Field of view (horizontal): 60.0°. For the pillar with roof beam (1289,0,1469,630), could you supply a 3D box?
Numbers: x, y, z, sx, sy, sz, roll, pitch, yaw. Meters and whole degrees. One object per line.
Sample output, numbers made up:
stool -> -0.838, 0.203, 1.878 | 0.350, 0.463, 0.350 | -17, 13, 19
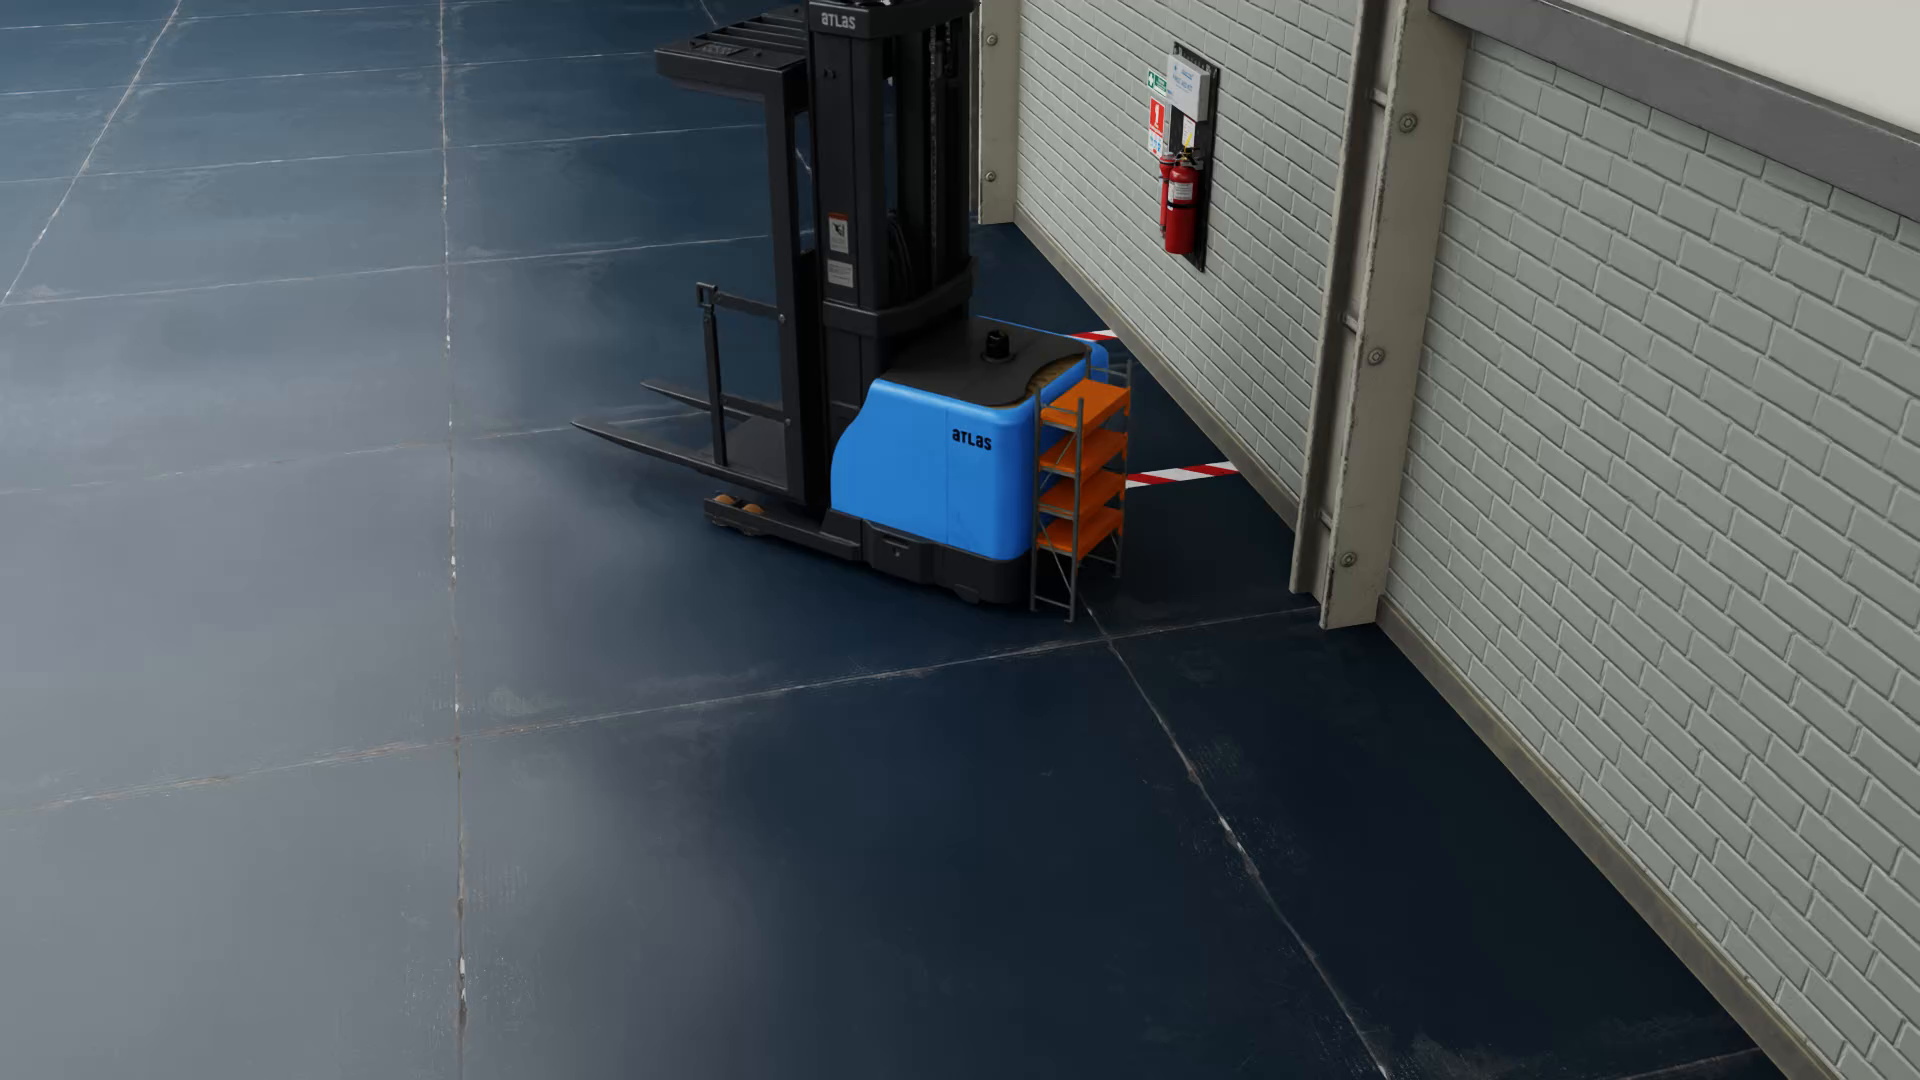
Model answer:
pillar with roof beam -> -2.304, -3.007, 4.961 | 9.100, 9.000, 0.400 | -8, 31, -13

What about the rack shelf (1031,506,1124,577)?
rack shelf -> 0.577, -0.021, 8.119 | 0.258, 0.148, 0.480 | 17, 34, 27

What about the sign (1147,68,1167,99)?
sign -> 1.173, -2.703, 9.862 | 0.001, 0.109, 0.331 | -8, 31, -13

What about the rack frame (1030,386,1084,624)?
rack frame -> 0.449, -0.147, 7.806 | 0.240, 1.200, 0.015 | 17, 34, 27

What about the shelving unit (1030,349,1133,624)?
shelving unit -> 0.577, -0.251, 7.986 | 0.258, 1.200, 0.503 | 17, 34, 27

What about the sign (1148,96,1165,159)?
sign -> 1.180, -2.477, 10.000 | 0.001, 0.329, 0.234 | -8, 31, -13

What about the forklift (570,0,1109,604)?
forklift -> -0.766, -1.496, 8.408 | 3.031, 2.935, 1.130 | 17, 34, 27

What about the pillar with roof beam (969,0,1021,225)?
pillar with roof beam -> -3.896, -5.904, 9.968 | 9.100, 9.000, 0.400 | -8, 31, -13

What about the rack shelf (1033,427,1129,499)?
rack shelf -> 0.578, -0.386, 7.907 | 0.258, 0.148, 0.480 | 17, 34, 27

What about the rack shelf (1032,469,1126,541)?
rack shelf -> 0.577, -0.193, 8.019 | 0.258, 0.148, 0.480 | 17, 34, 27

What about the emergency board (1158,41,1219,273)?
emergency board -> 1.228, -2.181, 9.524 | 0.194, 1.169, 0.643 | -8, 31, -13

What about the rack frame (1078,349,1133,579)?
rack frame -> 0.706, -0.355, 8.165 | 0.240, 1.200, 0.015 | 17, 34, 27

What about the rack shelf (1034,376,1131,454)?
rack shelf -> 0.578, -0.591, 7.789 | 0.258, 0.148, 0.480 | 17, 34, 27
